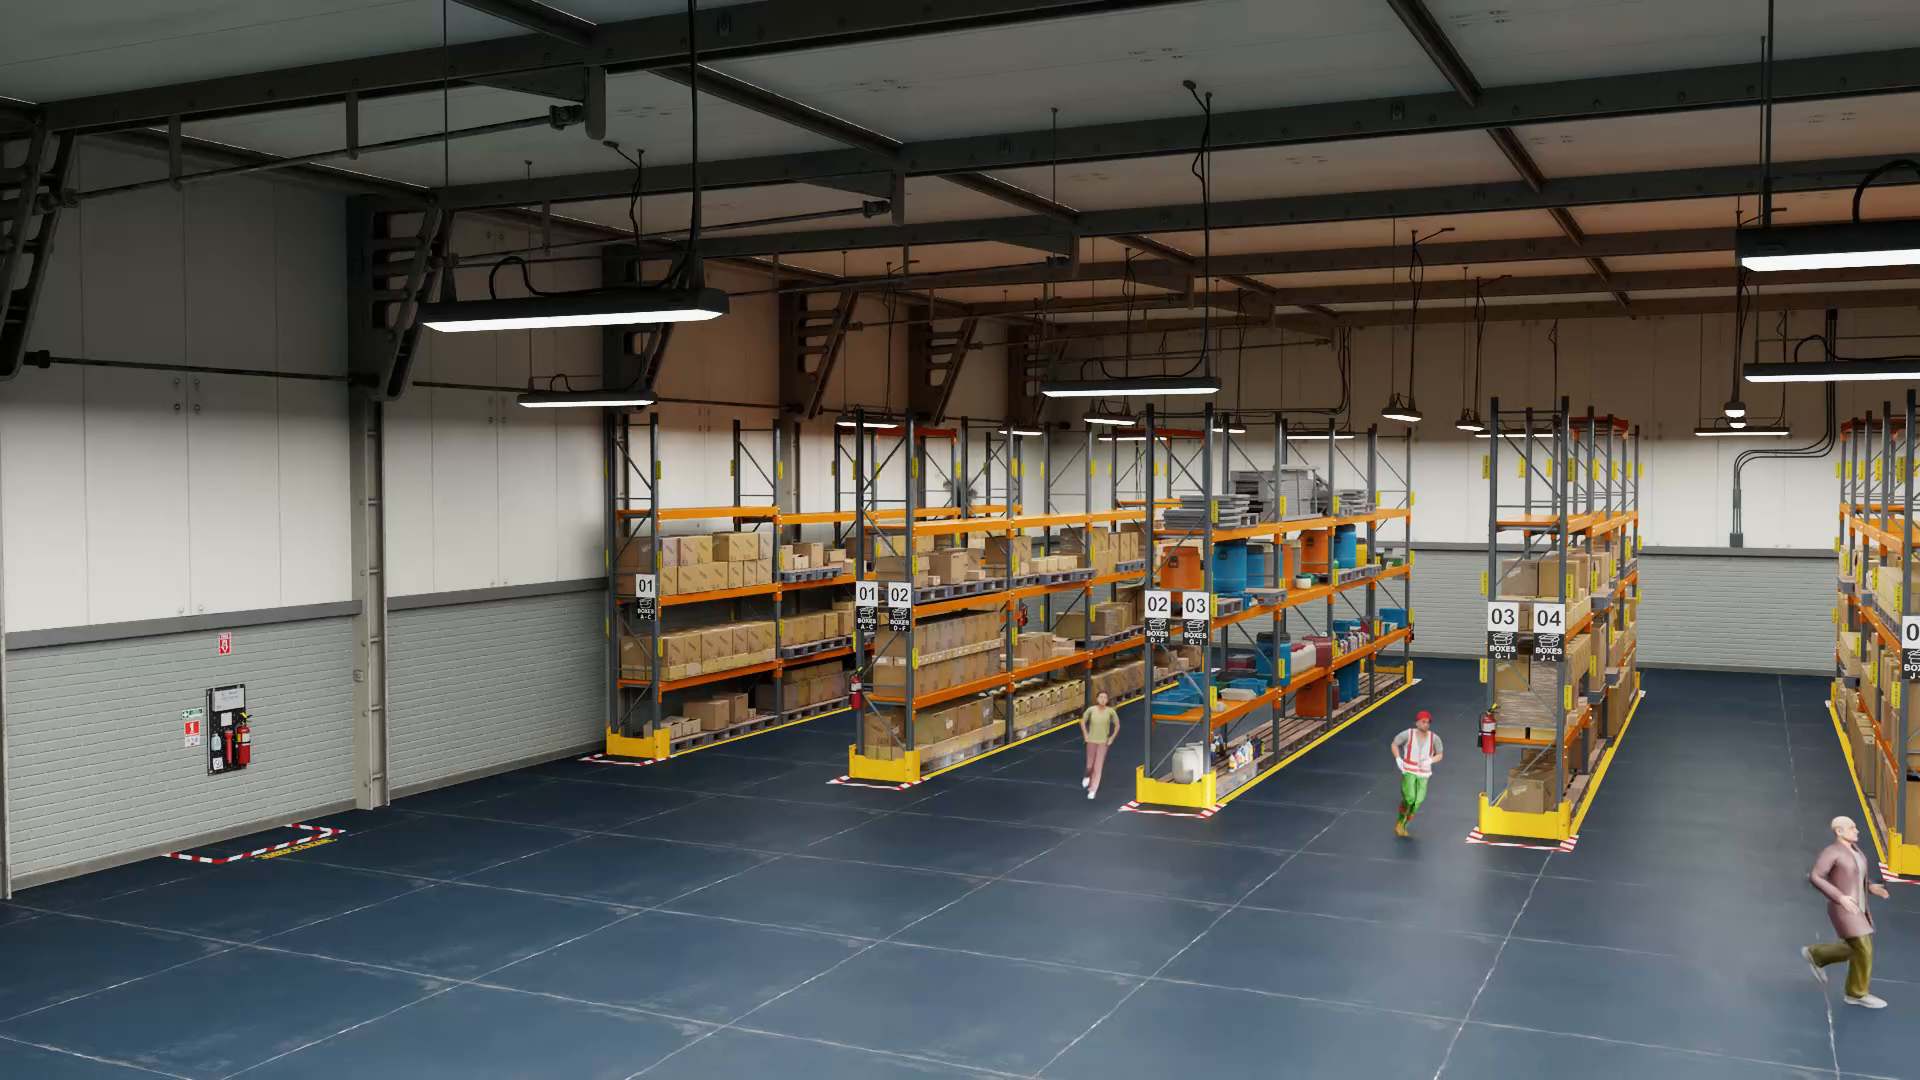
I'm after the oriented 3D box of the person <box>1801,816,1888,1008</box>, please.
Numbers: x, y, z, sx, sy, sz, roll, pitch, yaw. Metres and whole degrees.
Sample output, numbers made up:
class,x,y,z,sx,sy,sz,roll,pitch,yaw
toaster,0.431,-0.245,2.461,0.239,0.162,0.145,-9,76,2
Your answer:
class,x,y,z,sx,sy,sz,roll,pitch,yaw
person,8.313,3.470,15.663,0.716,1.736,0.833,-2,3,-37

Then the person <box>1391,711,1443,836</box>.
class,x,y,z,sx,sy,sz,roll,pitch,yaw
person,6.238,3.151,22.630,0.654,1.669,0.619,0,2,2

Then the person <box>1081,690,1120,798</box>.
class,x,y,z,sx,sy,sz,roll,pitch,yaw
person,2.165,3.123,25.614,0.608,1.648,0.598,0,2,4
